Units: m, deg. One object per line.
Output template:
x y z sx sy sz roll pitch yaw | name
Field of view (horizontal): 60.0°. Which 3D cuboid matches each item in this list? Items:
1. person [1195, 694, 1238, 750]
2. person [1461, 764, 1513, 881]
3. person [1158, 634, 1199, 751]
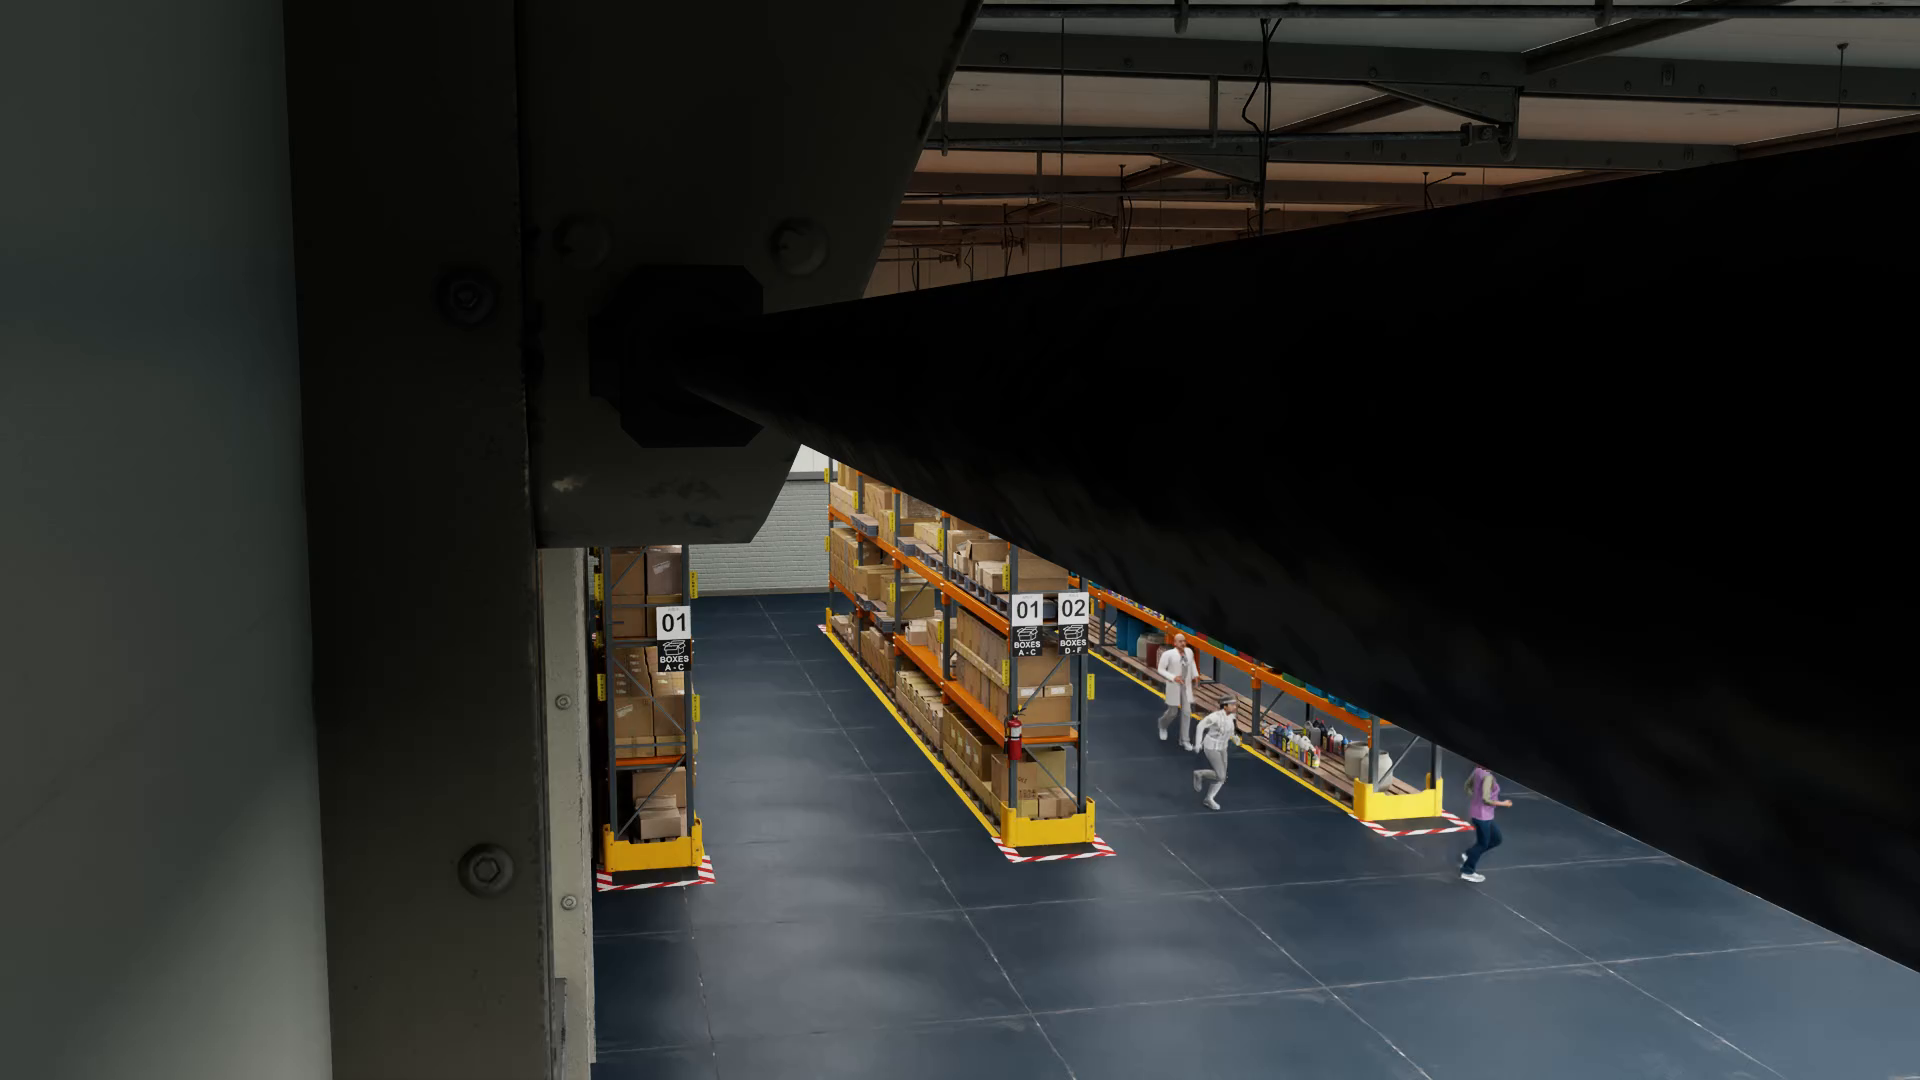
3.546 2.458 22.592 0.496 0.792 0.607 6 9 42 | person
6.187 3.248 19.493 0.537 1.562 0.519 1 7 9 | person
3.424 2.351 26.137 0.733 1.791 0.925 -3 7 -20 | person
